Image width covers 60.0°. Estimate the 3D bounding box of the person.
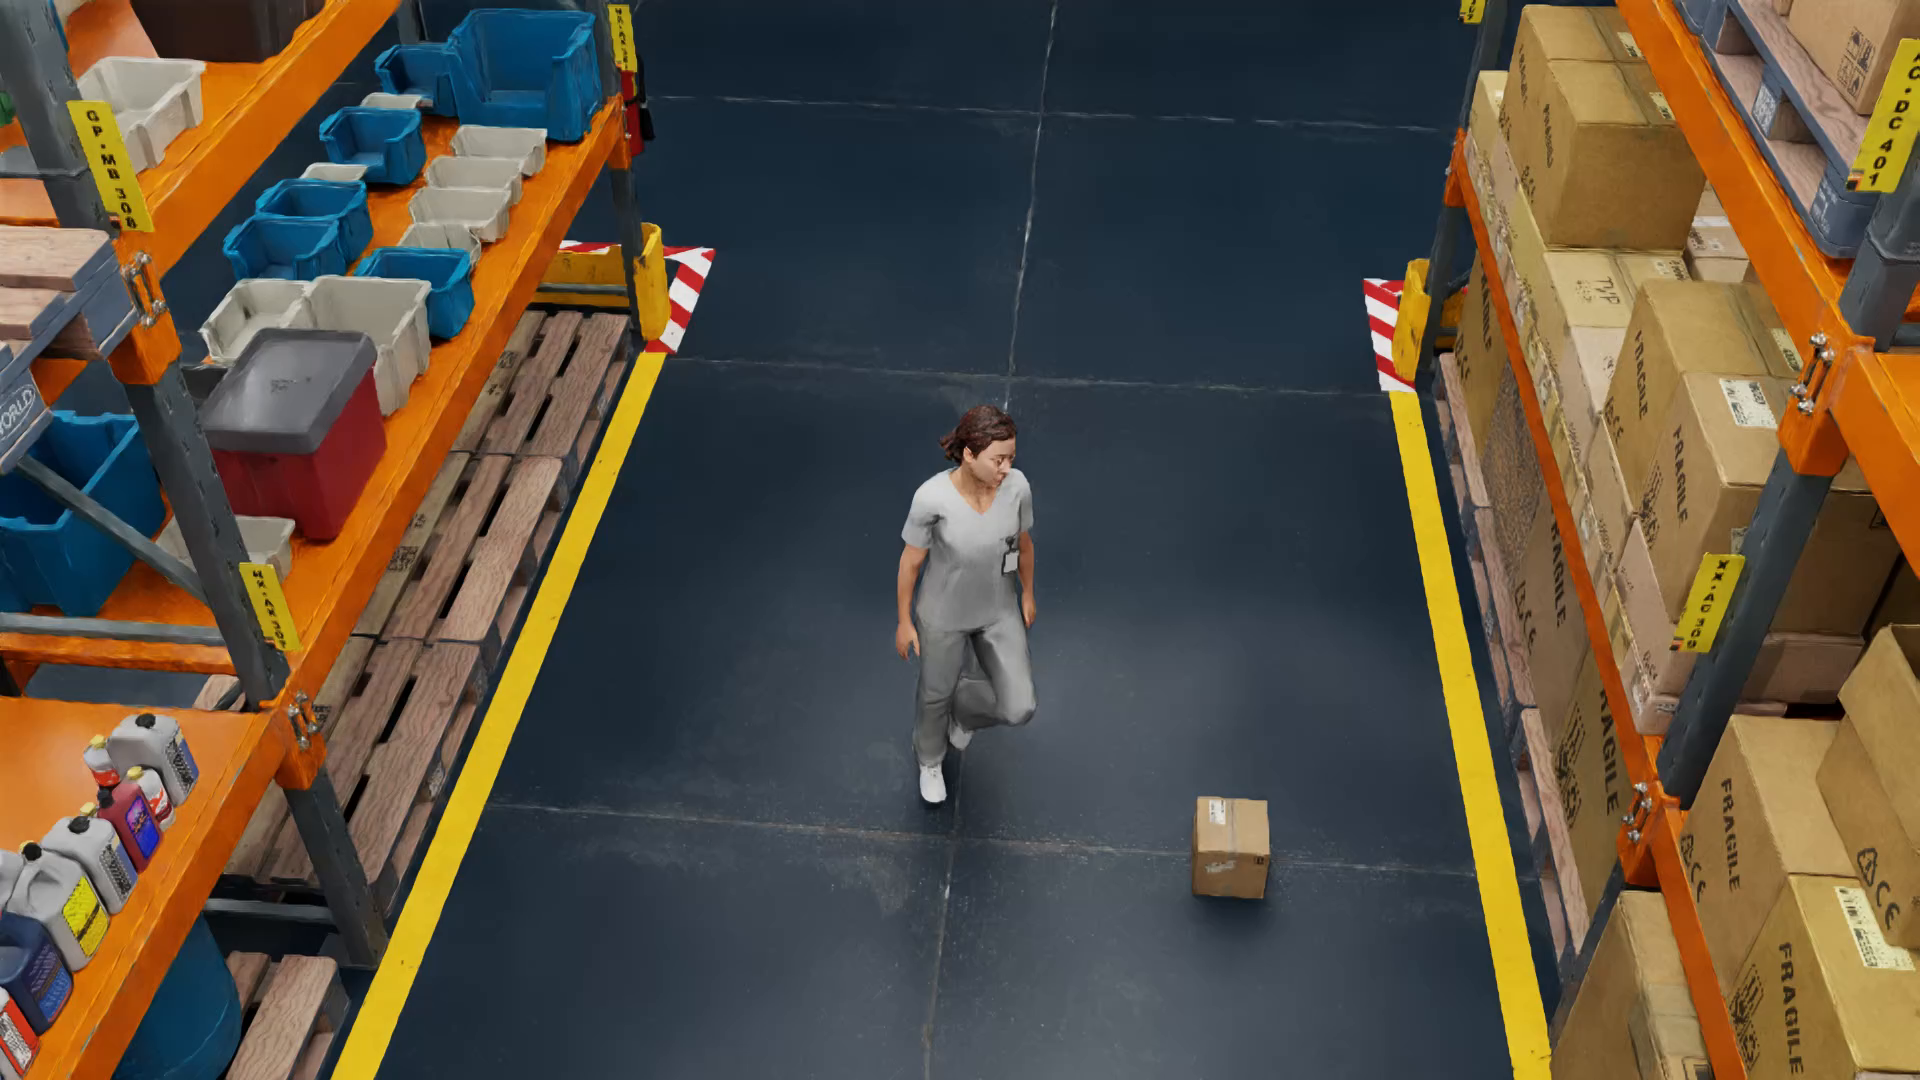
[{"bbox_3d":[0.029,0.273,5.806,0.533,1.658,0.472,-9,41,-11],"label":"person"}]
